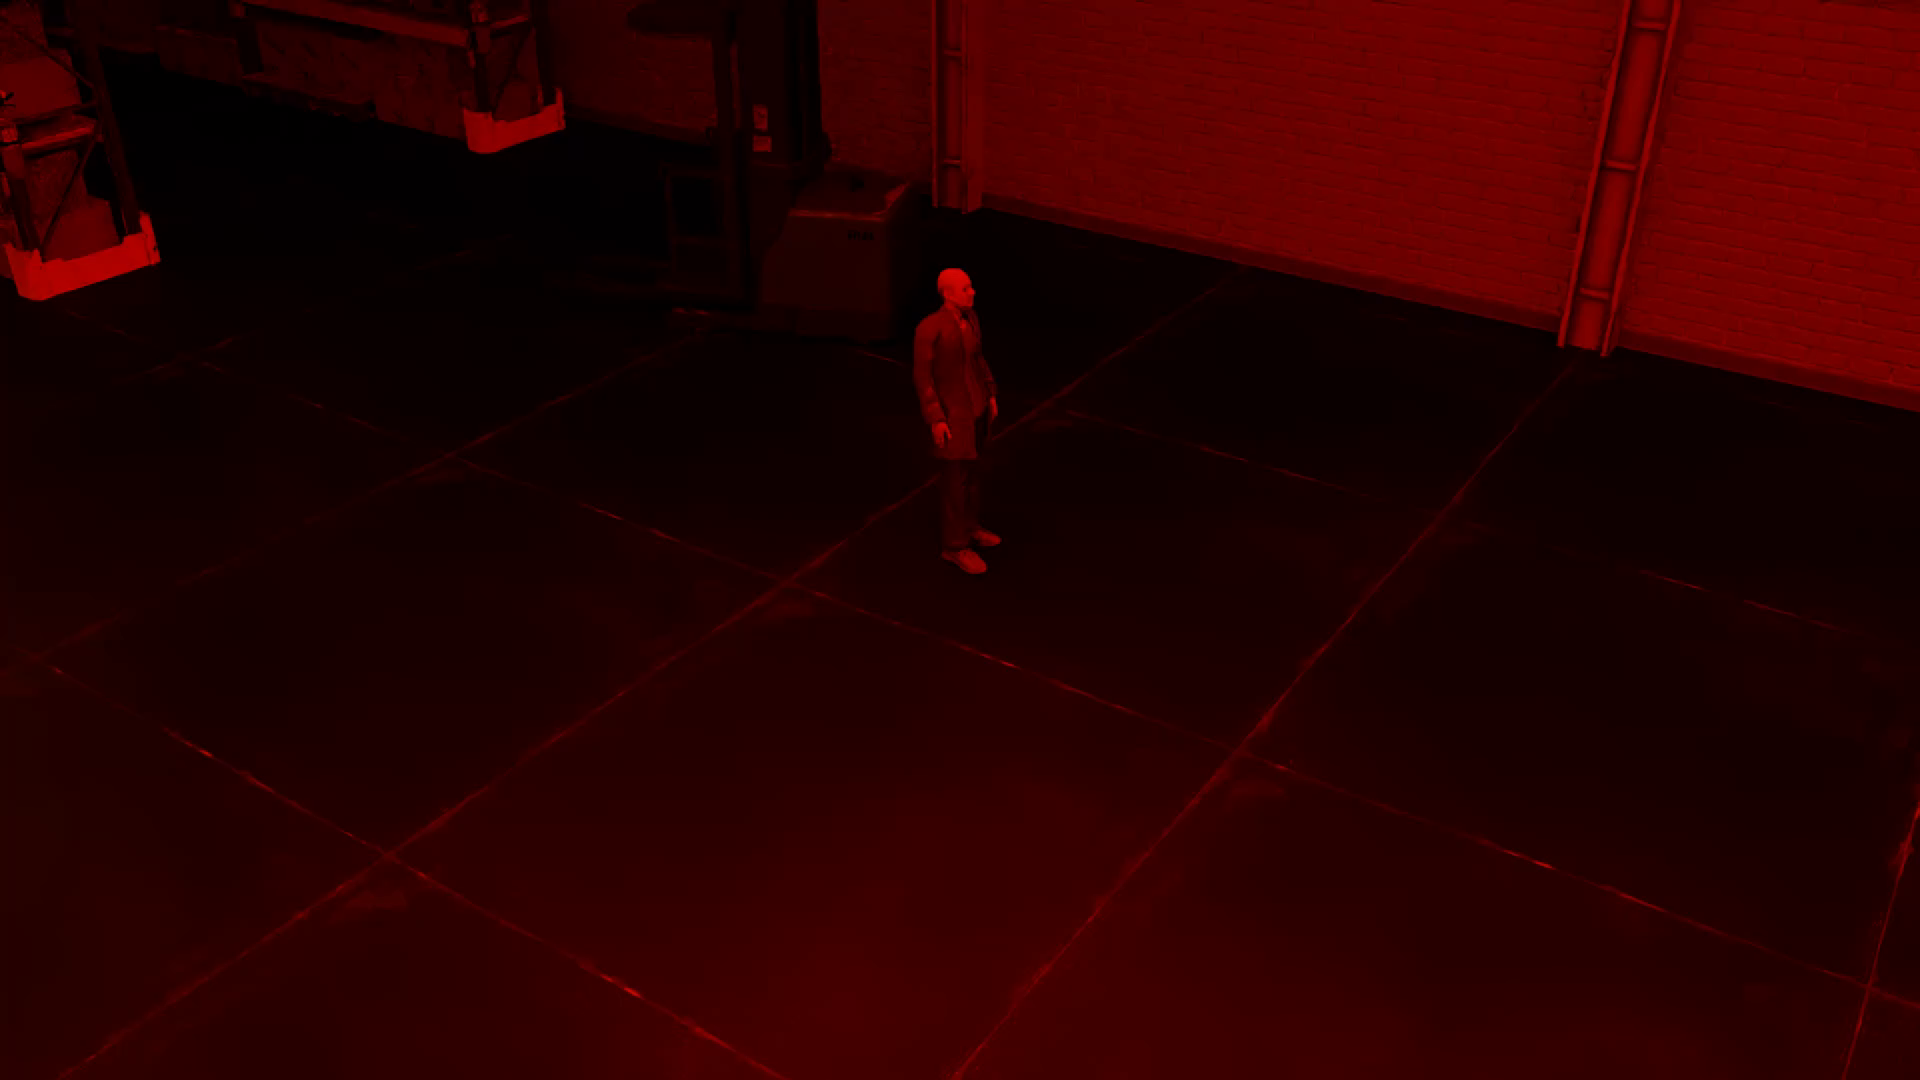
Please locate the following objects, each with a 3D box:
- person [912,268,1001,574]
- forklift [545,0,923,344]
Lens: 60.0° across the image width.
[{"bbox_3d":[0.073,-0.747,10.003,0.580,1.776,0.694,19,35,29],"label":"person"},{"bbox_3d":[-1.883,-3.199,13.090,3.031,2.935,1.130,7,31,12],"label":"forklift"}]
